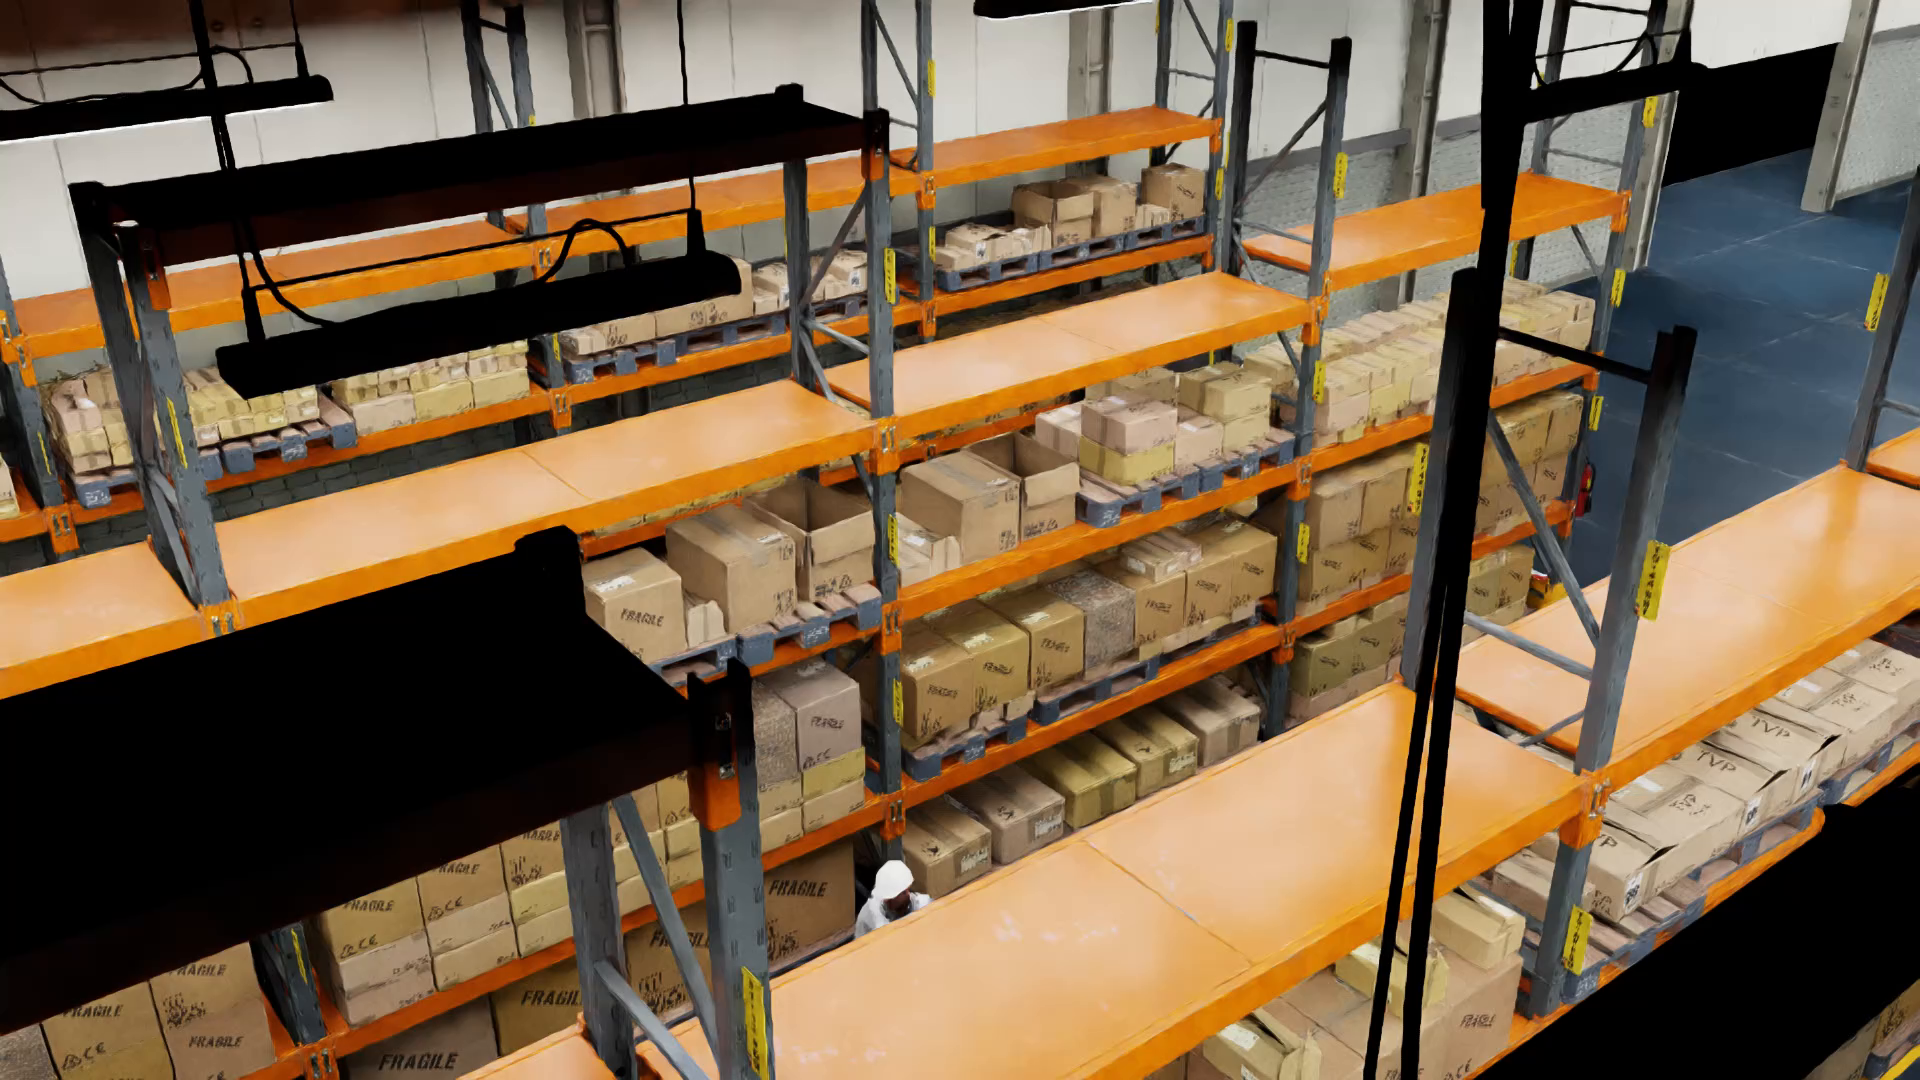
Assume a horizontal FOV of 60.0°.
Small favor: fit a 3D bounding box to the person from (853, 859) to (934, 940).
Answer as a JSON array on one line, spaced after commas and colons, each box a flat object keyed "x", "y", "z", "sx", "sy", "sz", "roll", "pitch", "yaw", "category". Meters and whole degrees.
[{"x": -0.391, "y": 2.765, "z": 10.426, "sx": 0.641, "sy": 1.768, "sz": 0.581, "roll": -6, "pitch": 27, "yaw": -13, "category": "person"}]
